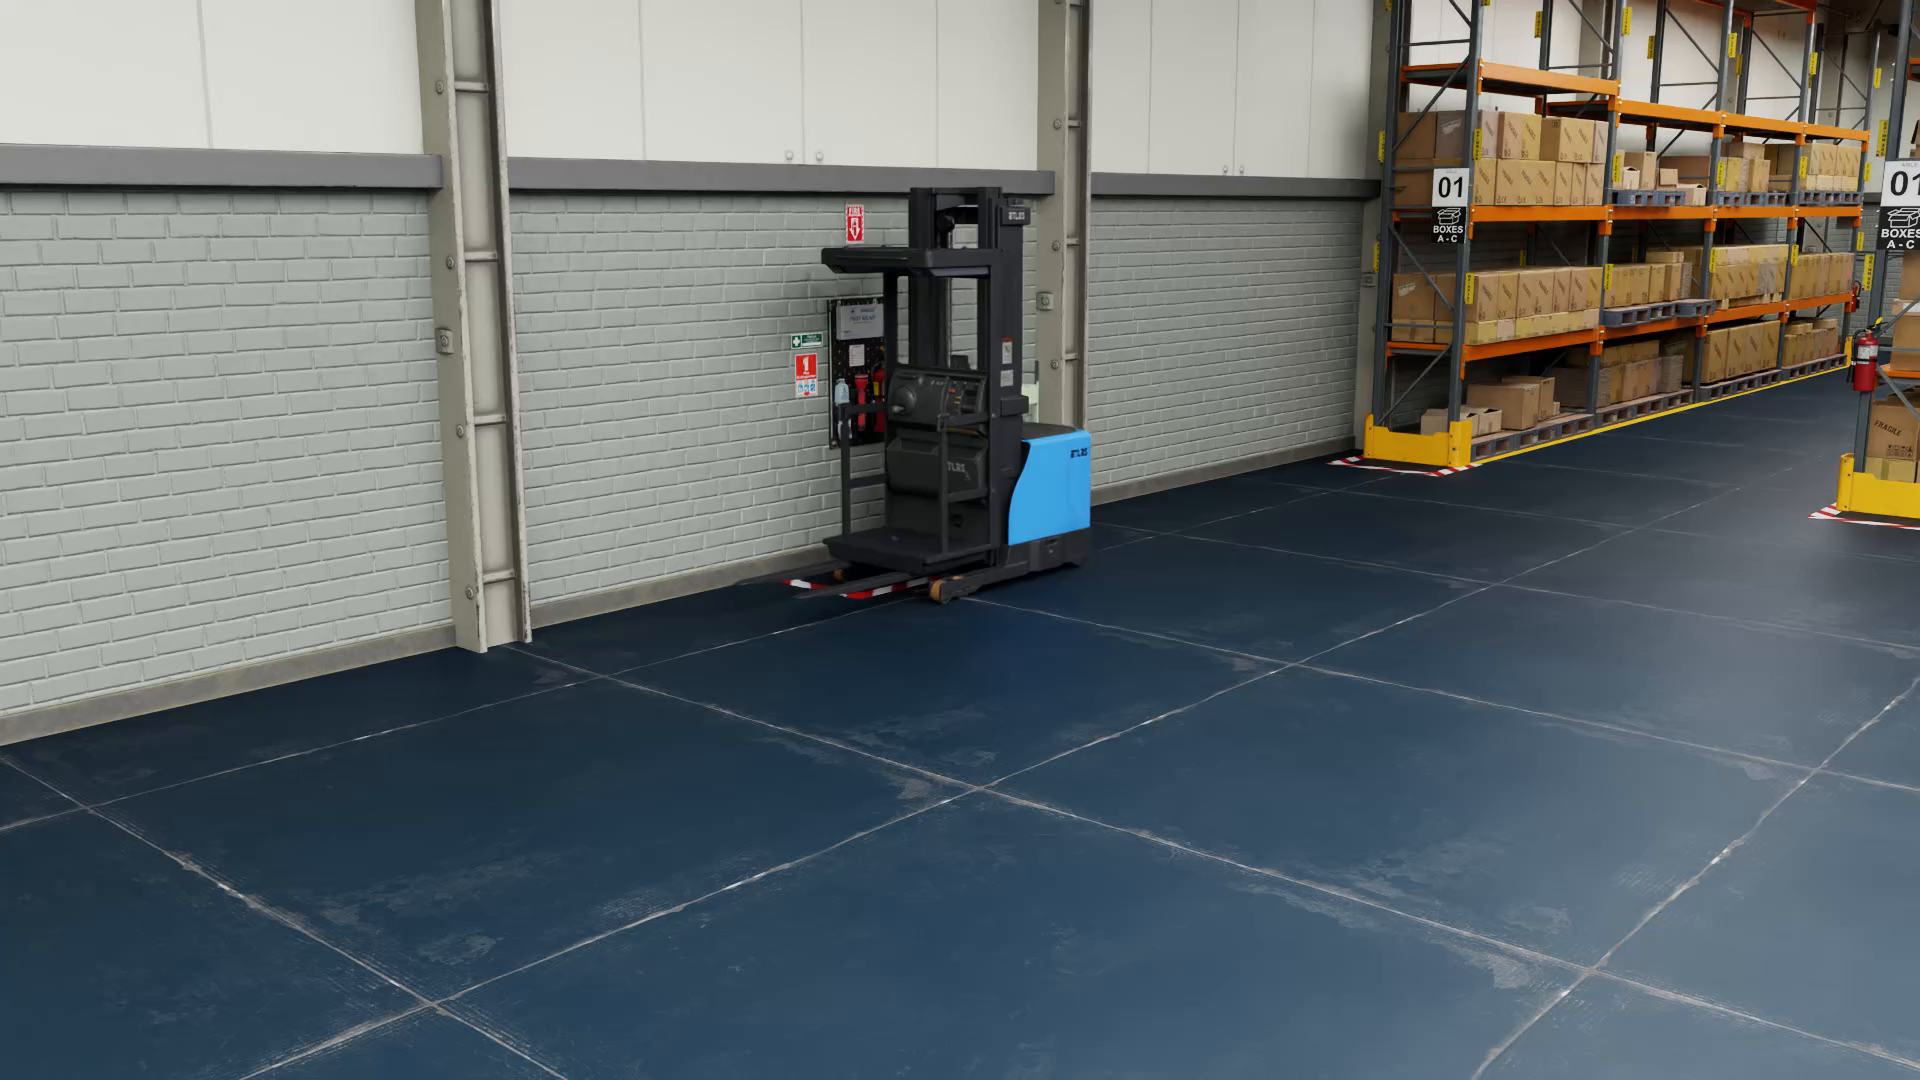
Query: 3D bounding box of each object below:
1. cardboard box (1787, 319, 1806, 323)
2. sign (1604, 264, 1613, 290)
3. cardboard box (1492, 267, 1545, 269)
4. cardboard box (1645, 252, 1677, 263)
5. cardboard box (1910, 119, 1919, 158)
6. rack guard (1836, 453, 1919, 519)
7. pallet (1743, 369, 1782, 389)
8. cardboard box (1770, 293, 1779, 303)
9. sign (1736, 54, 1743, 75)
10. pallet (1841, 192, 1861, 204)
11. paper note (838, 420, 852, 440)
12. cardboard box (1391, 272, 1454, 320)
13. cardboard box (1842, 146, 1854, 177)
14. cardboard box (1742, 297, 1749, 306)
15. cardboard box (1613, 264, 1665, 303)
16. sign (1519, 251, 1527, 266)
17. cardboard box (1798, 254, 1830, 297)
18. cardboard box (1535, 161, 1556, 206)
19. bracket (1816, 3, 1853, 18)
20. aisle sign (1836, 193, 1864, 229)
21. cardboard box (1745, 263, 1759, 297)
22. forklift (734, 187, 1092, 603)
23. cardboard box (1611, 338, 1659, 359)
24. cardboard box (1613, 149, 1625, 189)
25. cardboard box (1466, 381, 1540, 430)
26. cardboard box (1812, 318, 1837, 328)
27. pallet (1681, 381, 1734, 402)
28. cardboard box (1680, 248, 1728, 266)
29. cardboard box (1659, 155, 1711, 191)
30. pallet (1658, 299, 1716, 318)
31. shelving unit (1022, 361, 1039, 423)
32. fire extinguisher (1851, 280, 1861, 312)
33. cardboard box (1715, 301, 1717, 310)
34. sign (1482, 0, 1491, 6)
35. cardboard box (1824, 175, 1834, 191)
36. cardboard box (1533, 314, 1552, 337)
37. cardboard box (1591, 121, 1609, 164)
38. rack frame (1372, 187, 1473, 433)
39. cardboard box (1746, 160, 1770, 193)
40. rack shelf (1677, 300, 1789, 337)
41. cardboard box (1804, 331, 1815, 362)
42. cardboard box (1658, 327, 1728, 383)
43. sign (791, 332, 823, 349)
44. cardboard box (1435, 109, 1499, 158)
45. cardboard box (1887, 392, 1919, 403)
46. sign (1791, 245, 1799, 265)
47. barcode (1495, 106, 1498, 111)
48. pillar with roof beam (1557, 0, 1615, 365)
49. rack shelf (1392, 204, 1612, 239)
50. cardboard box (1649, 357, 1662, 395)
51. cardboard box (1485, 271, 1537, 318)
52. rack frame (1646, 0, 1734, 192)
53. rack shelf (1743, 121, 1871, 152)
[{"bbox_3d":[14.673,-3.819,29.325,0.380,0.149,0.250,10,15,41],"label":"cardboard box"},{"bbox_3d":[8.118,-3.293,20.832,0.100,0.325,0.005,10,15,40],"label":"sign"},{"bbox_3d":[6.894,-3.124,20.612,0.500,0.500,0.500,10,15,40],"label":"cardboard box"},{"bbox_3d":[9.940,-4.005,23.572,0.380,0.149,0.250,7,13,31],"label":"cardboard box"},{"bbox_3d":[9.171,-3.590,15.174,0.637,0.503,0.797,-11,16,-44],"label":"cardboard box"},{"bbox_3d":[8.773,-0.480,15.339,1.175,0.500,0.348,10,15,40],"label":"rack guard"},{"bbox_3d":[12.534,-2.624,26.811,1.003,0.211,1.213,10,15,40],"label":"pallet"},{"bbox_3d":[12.827,-3.875,26.544,0.380,0.149,0.250,10,15,41],"label":"cardboard box"},{"bbox_3d":[12.586,-7.668,26.838,0.100,0.325,0.005,10,15,40],"label":"sign"},{"bbox_3d":[15.145,-6.020,29.263,1.003,0.211,1.213,10,15,40],"label":"pallet"},{"bbox_3d":[-0.912,-0.874,13.177,0.016,0.148,0.142,10,15,40],"label":"paper note"},{"bbox_3d":[5.217,-2.750,18.740,0.500,0.500,0.500,10,15,40],"label":"cardboard box"},{"bbox_3d":[15.010,-6.508,28.621,0.500,0.500,0.500,10,15,42],"label":"cardboard box"},{"bbox_3d":[11.920,-3.696,25.650,0.380,0.149,0.250,10,15,42],"label":"cardboard box"},{"bbox_3d":[9.238,-3.535,22.871,0.700,0.500,0.500,10,15,40],"label":"cardboard box"},{"bbox_3d":[7.286,-3.577,21.506,0.100,0.325,0.005,10,15,40],"label":"sign"},{"bbox_3d":[14.316,-4.555,28.591,0.980,0.700,0.700,9,14,38],"label":"cardboard box"},{"bbox_3d":[6.532,-4.129,19.261,0.500,0.500,0.500,11,16,44],"label":"cardboard box"},{"bbox_3d":[15.040,-9.431,29.265,0.076,0.066,4.783,10,15,40],"label":"bracket"},{"bbox_3d":[15.900,-5.950,29.706,0.394,0.787,0.004,10,15,40],"label":"aisle sign"},{"bbox_3d":[11.878,-3.996,25.493,0.500,0.500,0.500,10,15,42],"label":"cardboard box"},{"bbox_3d":[-0.313,-1.094,12.203,1.130,2.935,3.031,10,15,41],"label":"forklift"},{"bbox_3d":[9.487,-2.696,23.394,0.500,0.250,0.500,10,15,41],"label":"cardboard box"},{"bbox_3d":[8.127,-4.734,21.269,0.500,0.500,0.500,-9,15,-39],"label":"cardboard box"},{"bbox_3d":[6.488,-1.615,19.897,0.700,0.500,0.500,9,14,37],"label":"cardboard box"},{"bbox_3d":[15.292,-3.843,29.449,0.380,0.149,0.250,10,15,40],"label":"cardboard box"},{"bbox_3d":[10.923,-2.265,25.014,1.003,0.211,1.213,10,15,40],"label":"pallet"},{"bbox_3d":[10.858,-4.137,24.283,0.500,0.250,0.500,10,15,42],"label":"cardboard box"},{"bbox_3d":[10.617,-5.340,24.250,0.700,0.500,0.500,8,14,36],"label":"cardboard box"},{"bbox_3d":[9.956,-3.314,23.634,1.213,0.211,1.003,10,15,40],"label":"pallet"},{"bbox_3d":[0.303,-0.761,14.189,0.431,1.500,0.755,8,13,33],"label":"shelving unit"},{"bbox_3d":[16.073,-4.445,29.958,0.296,0.674,0.183,10,15,40],"label":"fire extinguisher"},{"bbox_3d":[10.910,-3.468,24.504,0.380,0.149,0.250,10,15,41],"label":"cardboard box"},{"bbox_3d":[5.473,-5.718,17.278,0.100,0.325,0.005,10,15,40],"label":"sign"},{"bbox_3d":[14.321,-5.984,27.912,0.500,0.250,0.500,9,15,39],"label":"cardboard box"},{"bbox_3d":[6.634,-2.543,19.617,0.500,0.250,0.500,10,15,41],"label":"cardboard box"},{"bbox_3d":[7.579,-4.849,20.314,0.500,0.500,0.500,8,14,36],"label":"cardboard box"},{"bbox_3d":[5.065,-2.349,18.316,1.000,3.000,0.127,10,15,40],"label":"rack frame"},{"bbox_3d":[12.323,-5.735,26.232,0.700,0.500,0.500,9,14,37],"label":"cardboard box"},{"bbox_3d":[11.666,-3.468,25.753,1.077,0.370,4.000,10,15,40],"label":"rack shelf"},{"bbox_3d":[14.232,-3.341,28.588,0.700,0.500,0.500,10,15,42],"label":"cardboard box"},{"bbox_3d":[10.930,-2.769,24.835,0.750,0.750,0.750,10,15,40],"label":"cardboard box"},{"bbox_3d":[-1.176,-1.532,12.778,0.001,0.109,0.331,10,15,40],"label":"sign"},{"bbox_3d":[5.502,-4.395,18.039,0.500,0.500,0.500,8,14,36],"label":"cardboard box"},{"bbox_3d":[9.568,-1.201,16.600,0.500,0.500,0.500,10,15,40],"label":"cardboard box"},{"bbox_3d":[13.401,-4.575,26.706,0.100,0.325,0.005,10,15,40],"label":"sign"},{"bbox_3d":[6.465,-5.192,20.037,0.001,0.075,0.075,10,15,40],"label":"barcode"},{"bbox_3d":[12.072,-5.832,20.437,9.100,9.000,0.400,10,15,40],"label":"pillar with roof beam"},{"bbox_3d":[6.385,-3.762,19.566,1.077,0.370,4.000,10,15,40],"label":"rack shelf"},{"bbox_3d":[9.483,-2.343,23.542,0.700,0.500,0.500,10,15,40],"label":"cardboard box"},{"bbox_3d":[6.286,-2.831,19.146,0.500,0.500,0.500,9,14,39],"label":"cardboard box"},{"bbox_3d":[10.346,-6.468,23.621,1.000,3.000,0.127,10,15,40],"label":"rack frame"},{"bbox_3d":[14.307,-6.802,28.151,1.077,0.370,4.000,10,15,40],"label":"rack shelf"}]
